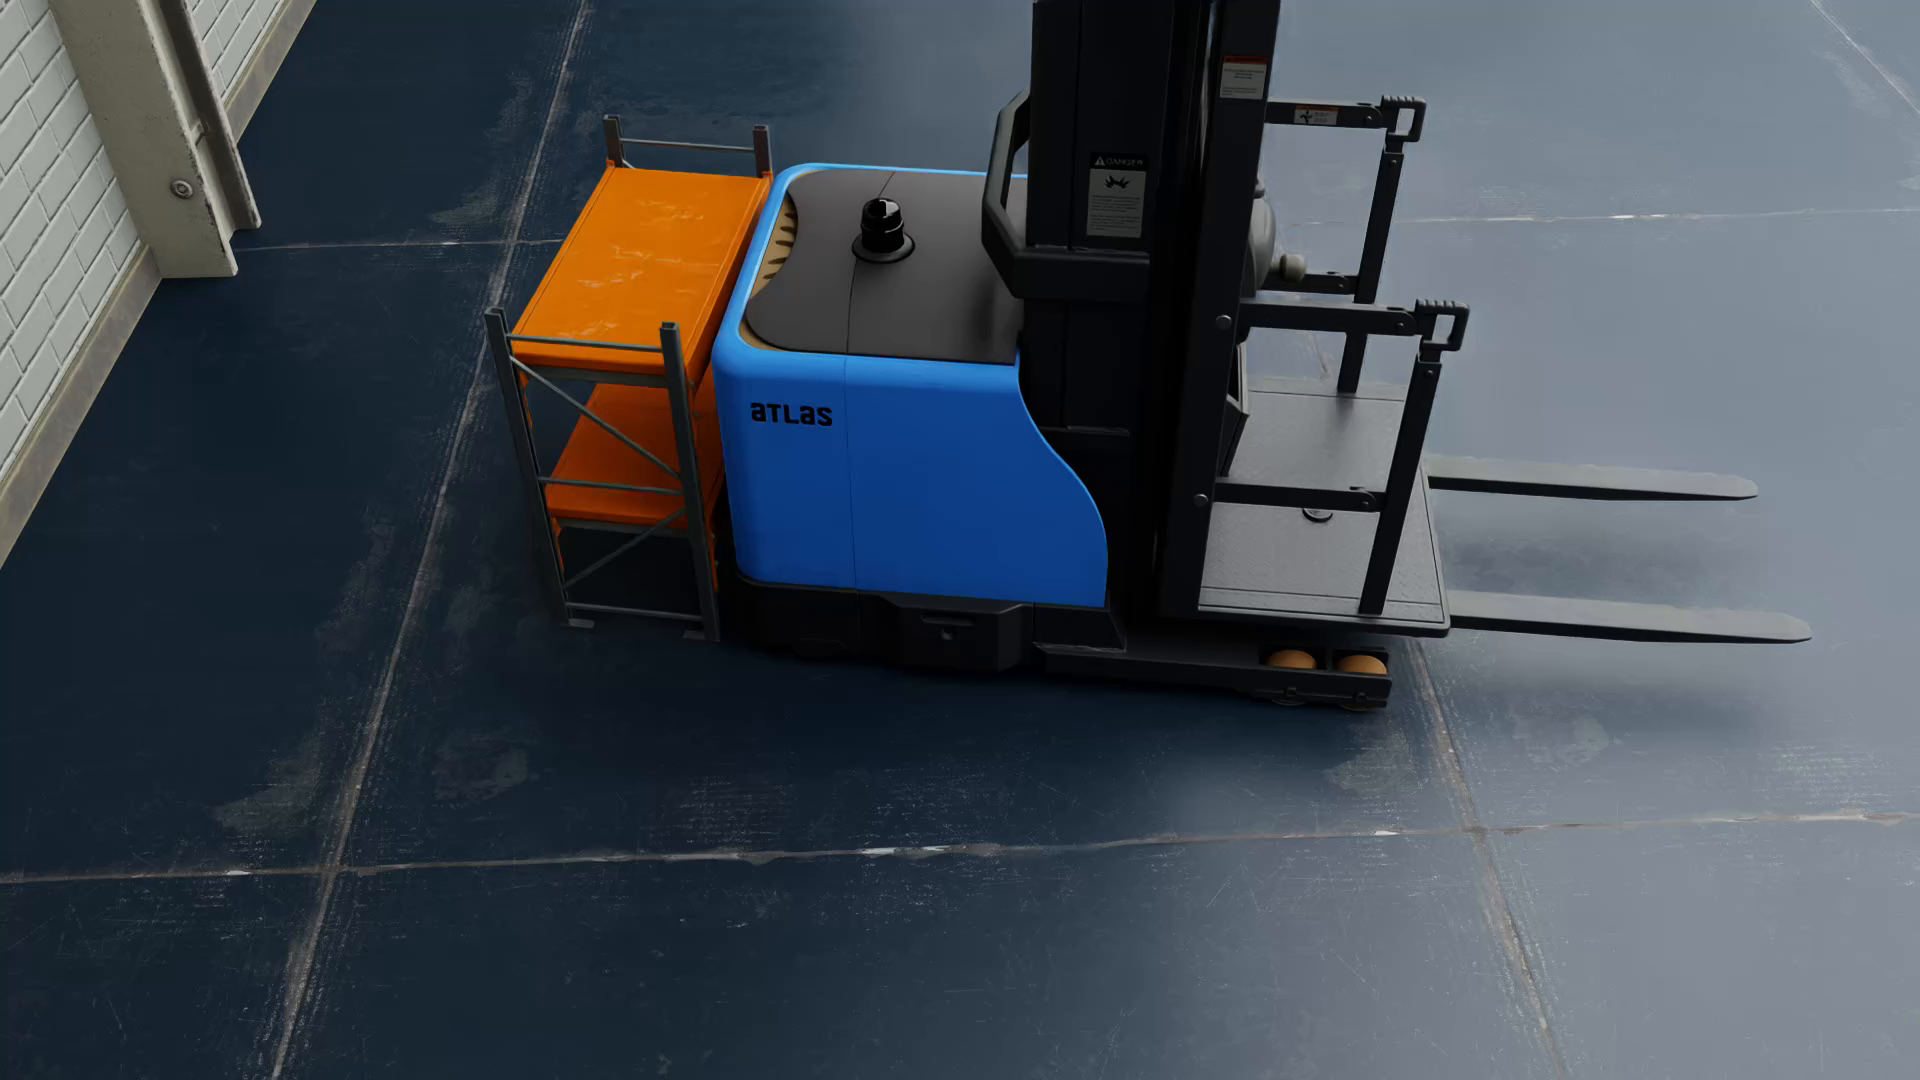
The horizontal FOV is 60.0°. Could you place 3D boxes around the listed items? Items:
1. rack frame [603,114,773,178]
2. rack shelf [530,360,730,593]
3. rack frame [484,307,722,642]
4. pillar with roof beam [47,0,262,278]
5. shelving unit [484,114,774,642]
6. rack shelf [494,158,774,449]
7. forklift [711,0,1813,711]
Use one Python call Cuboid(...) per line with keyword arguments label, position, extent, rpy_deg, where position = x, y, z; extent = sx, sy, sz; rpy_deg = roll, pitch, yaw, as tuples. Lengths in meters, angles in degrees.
Cuboid(label="rack frame", position=(-0.815, -0.826, 5.318), extent=(0.500, 1.125, 0.032), rpy_deg=(5, 43, 6))
Cuboid(label="rack shelf", position=(-0.886, -0.305, 5.113), extent=(0.538, 0.278, 1.000), rpy_deg=(5, 43, 6))
Cuboid(label="rack frame", position=(-0.957, -0.146, 4.576), extent=(0.500, 1.125, 0.032), rpy_deg=(5, 43, 6))
Cuboid(label="pillar with roof beam", position=(1.368, -4.577, 3.584), extent=(9.100, 9.000, 0.400), rpy_deg=(-2, 43, -2))
Cuboid(label="shelving unit", position=(-0.886, -0.486, 4.947), extent=(0.538, 1.125, 1.048), rpy_deg=(5, 43, 6))
Cuboid(label="rack shelf", position=(-0.886, -0.701, 4.750), extent=(0.538, 0.278, 1.000), rpy_deg=(5, 43, 6))
Cuboid(label="forklift", position=(0.902, -0.976, 4.145), extent=(3.031, 2.935, 1.130), rpy_deg=(4, 43, 4))
